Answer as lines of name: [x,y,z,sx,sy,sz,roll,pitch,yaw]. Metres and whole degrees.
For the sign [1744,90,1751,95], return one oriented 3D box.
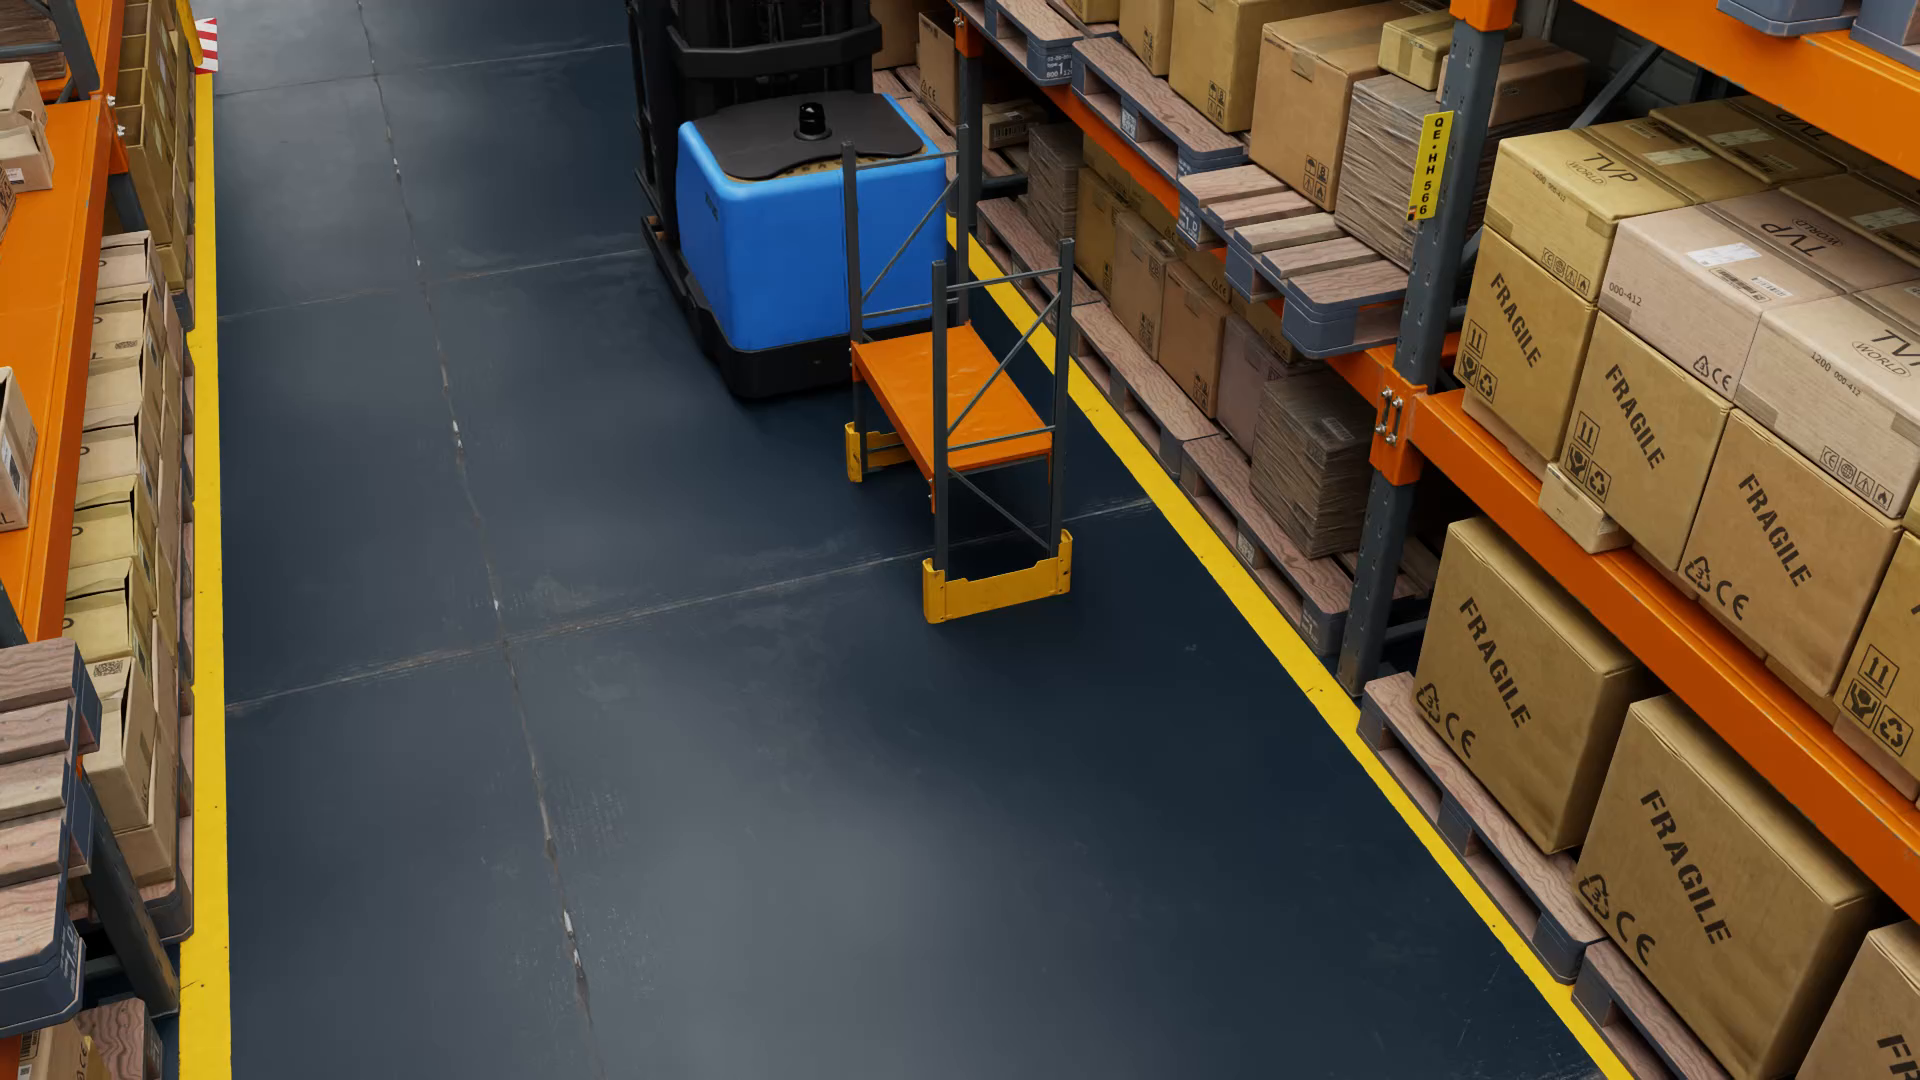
sign: [2.381,-1.340,5.073,0.100,0.325,0.005,-12,39,-16]

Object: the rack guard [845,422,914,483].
rack guard: [-0.198,-0.424,7.105,0.587,0.250,0.087,-12,39,-16]

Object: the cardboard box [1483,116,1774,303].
cardboard box: [1.785,-0.901,4.482,0.500,0.250,0.500,-12,38,-15]

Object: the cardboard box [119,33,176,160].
cardboard box: [-4.375,-2.253,8.561,0.500,0.500,0.500,-12,39,-16]

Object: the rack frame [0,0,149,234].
rack frame: [-4.165,-1.992,6.902,1.000,3.000,0.127,-12,39,-16]

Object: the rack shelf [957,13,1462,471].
rack shelf: [1.173,-1.603,6.983,1.077,0.370,4.000,-12,39,-16]

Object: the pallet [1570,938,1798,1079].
pallet: [2.478,1.502,4.580,1.003,0.211,1.213,-12,39,-16]

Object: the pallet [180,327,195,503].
pallet: [-3.875,-0.470,7.199,1.003,0.211,1.213,-12,39,-16]

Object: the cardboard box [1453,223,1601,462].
cardboard box: [1.788,-0.600,4.706,0.500,0.500,0.500,-11,38,-15]

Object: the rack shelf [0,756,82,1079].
rack shelf: [-2.101,1.684,2.619,1.077,0.370,4.000,-12,39,-16]

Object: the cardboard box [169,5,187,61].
cardboard box: [-5.080,-3.080,10.282,0.500,0.250,0.500,-12,39,-16]

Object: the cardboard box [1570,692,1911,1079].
cardboard box: [2.286,0.869,4.541,0.750,0.750,0.750,-13,39,-16]

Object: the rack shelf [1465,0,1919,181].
rack shelf: [2.549,-0.541,3.080,1.077,0.370,4.000,-12,39,-16]

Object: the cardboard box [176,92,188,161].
cardboard box: [-4.552,-2.235,9.160,0.500,0.250,0.500,-12,39,-16]

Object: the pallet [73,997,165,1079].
pallet: [-2.567,1.811,4.171,1.003,0.211,1.213,-12,39,-16]

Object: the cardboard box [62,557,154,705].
cardboard box: [-2.882,0.322,5.299,0.500,0.311,0.500,-13,39,-17]

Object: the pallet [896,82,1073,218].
pallet: [0.220,-2.278,9.599,1.003,0.211,1.213,-12,39,-16]

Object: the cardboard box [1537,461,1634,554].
cardboard box: [1.847,-0.122,4.612,0.380,0.149,0.250,-11,38,-15]

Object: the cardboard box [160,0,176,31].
cardboard box: [-5.078,-3.380,10.057,0.500,0.500,0.500,-12,39,-16]

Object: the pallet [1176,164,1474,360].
pallet: [1.516,-1.064,5.829,1.213,0.211,1.003,-12,39,-16]

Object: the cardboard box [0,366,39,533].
cardboard box: [-2.915,-0.242,4.653,0.500,0.311,0.500,-13,39,-16]

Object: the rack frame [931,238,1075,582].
rack frame: [0.146,-0.360,5.981,0.500,1.500,0.032,-12,39,-16]

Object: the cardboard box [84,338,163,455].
cardboard box: [-3.402,-0.541,6.446,0.500,0.311,0.500,-13,39,-16]

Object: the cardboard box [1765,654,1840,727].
cardboard box: [2.226,0.287,4.068,0.380,0.149,0.250,-12,39,-15]

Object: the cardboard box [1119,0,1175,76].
cardboard box: [1.069,-2.259,6.807,0.700,0.500,0.500,-7,38,-10]

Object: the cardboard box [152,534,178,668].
cardboard box: [-3.052,0.265,5.841,0.500,0.250,0.500,-13,39,-17]

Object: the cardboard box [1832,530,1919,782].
cardboard box: [2.316,0.271,3.550,0.500,0.500,0.500,-11,38,-15]

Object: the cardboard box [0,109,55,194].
cardboard box: [-3.690,-1.480,6.333,0.396,0.266,0.258,-13,39,-17]

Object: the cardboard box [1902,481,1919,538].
cardboard box: [2.318,-0.045,3.346,0.500,0.250,0.500,-13,39,-17]

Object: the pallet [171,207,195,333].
pallet: [-4.400,-1.337,8.349,1.003,0.211,1.213,-12,39,-16]

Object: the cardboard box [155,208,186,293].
cardboard box: [-4.040,-1.387,8.034,0.500,0.250,0.500,-12,39,-16]

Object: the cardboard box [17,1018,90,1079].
cardboard box: [-2.223,1.301,3.618,0.500,0.250,0.500,-11,38,-14]

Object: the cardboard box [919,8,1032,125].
cardboard box: [0.090,-2.775,9.653,0.500,0.500,0.500,-15,40,-19]

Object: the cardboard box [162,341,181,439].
cardboard box: [-3.578,-0.601,6.992,0.500,0.250,0.500,-13,39,-17]

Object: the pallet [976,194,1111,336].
pallet: [0.754,-1.467,8.522,1.003,0.211,1.213,-12,39,-16]

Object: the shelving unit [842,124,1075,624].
shelving unit: [-0.026,-0.642,6.356,0.587,1.500,1.083,-12,39,-16]

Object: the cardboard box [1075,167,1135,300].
cardboard box: [0.978,-1.504,7.965,0.700,0.500,0.500,-13,39,-17]

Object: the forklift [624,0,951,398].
forklift: [-1.042,-2.696,7.892,1.130,2.935,3.031,-13,39,-17]

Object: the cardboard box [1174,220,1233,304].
cardboard box: [1.245,-1.258,7.015,0.500,0.250,0.500,-13,39,-16]

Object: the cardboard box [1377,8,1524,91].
cardboard box: [1.590,-1.603,5.397,0.380,0.149,0.250,-19,41,-23]

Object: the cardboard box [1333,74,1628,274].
cardboard box: [1.690,-1.240,5.454,0.700,0.500,0.500,-17,40,-21]

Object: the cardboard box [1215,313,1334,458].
cardboard box: [1.496,-0.649,6.830,0.700,0.500,0.500,-13,39,-16]
